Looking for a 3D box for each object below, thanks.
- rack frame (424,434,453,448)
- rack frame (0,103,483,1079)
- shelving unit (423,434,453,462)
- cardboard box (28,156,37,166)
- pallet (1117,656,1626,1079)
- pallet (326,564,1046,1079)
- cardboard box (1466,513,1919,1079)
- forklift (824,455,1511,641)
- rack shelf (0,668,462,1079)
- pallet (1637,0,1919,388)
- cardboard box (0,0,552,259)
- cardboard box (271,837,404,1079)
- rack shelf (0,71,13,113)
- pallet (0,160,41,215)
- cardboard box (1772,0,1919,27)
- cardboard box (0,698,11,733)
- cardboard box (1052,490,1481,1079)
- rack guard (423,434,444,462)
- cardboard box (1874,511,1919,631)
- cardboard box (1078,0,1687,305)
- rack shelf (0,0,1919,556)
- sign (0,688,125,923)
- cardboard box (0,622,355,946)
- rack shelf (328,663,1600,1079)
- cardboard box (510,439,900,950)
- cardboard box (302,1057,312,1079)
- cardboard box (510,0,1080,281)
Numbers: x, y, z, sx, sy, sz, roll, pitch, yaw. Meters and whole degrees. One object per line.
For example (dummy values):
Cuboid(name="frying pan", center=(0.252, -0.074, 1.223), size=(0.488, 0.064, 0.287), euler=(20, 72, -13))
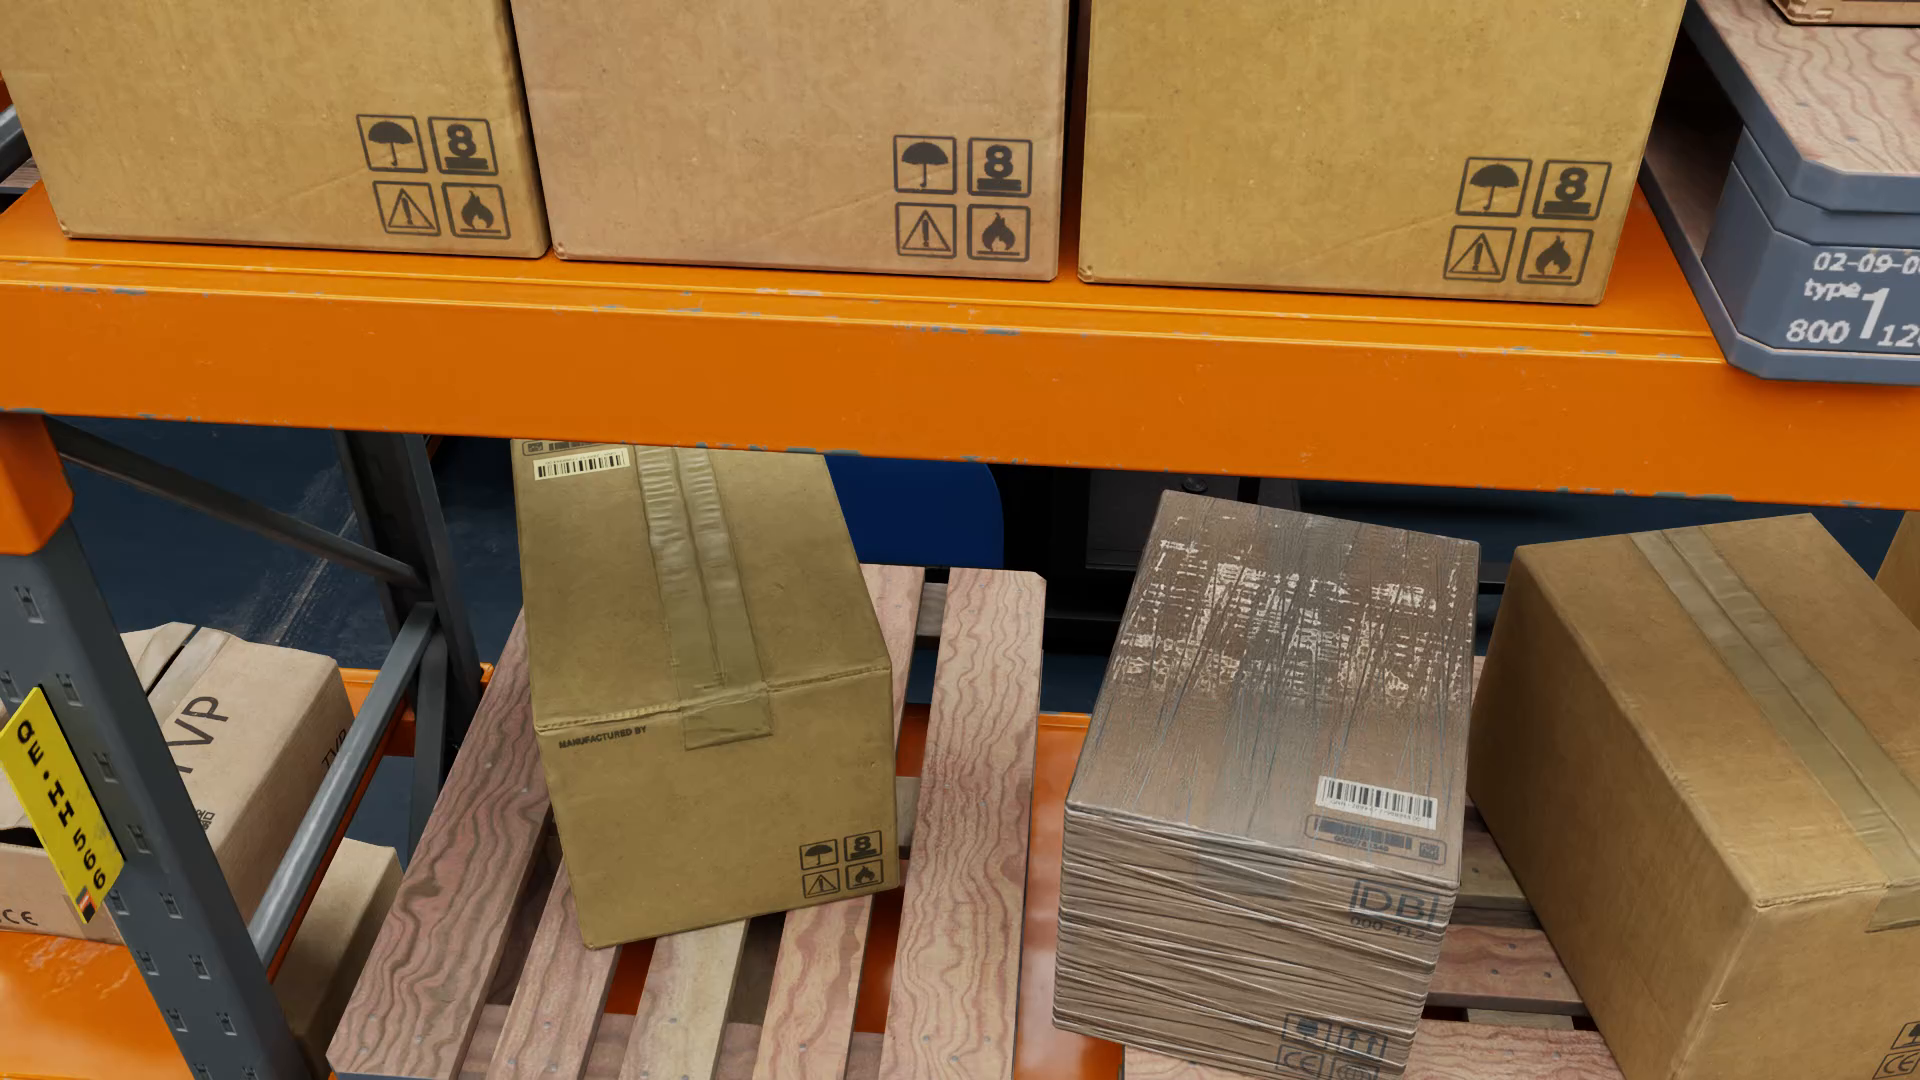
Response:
Cuboid(name="rack frame", center=(-1.928, -0.876, 5.638), size=(0.032, 1.500, 0.500), euler=(3, 39, 4))
Cuboid(name="rack frame", center=(-1.061, 0.431, 2.844), size=(0.127, 3.000, 1.000), euler=(3, 39, 4))
Cuboid(name="shelving unit", center=(-1.413, -0.846, 5.601), size=(1.083, 1.500, 0.587), euler=(3, 39, 4))
Cuboid(name="cardboard box", center=(-3.888, -2.074, 7.553), size=(0.500, 0.500, 0.700), euler=(4, 39, 5))
Cuboid(name="pallet", center=(0.876, 0.609, 2.778), size=(1.213, 0.211, 1.003), euler=(3, 39, 4))
Cuboid(name="pallet", center=(-0.380, 0.499, 2.913), size=(1.003, 0.211, 1.213), euler=(3, 39, 4))
Cuboid(name="cardboard box", center=(1.158, 0.390, 2.483), size=(0.500, 0.500, 0.700), euler=(-6, 40, -8))
Cuboid(name="forklift", center=(0.628, -1.103, 4.784), size=(3.031, 2.935, 1.130), euler=(3, 39, 4))
Cuboid(name="rack shelf", center=(-3.054, 0.601, 3.205), size=(4.000, 0.370, 1.077), euler=(3, 39, 4))
Cuboid(name="pallet", center=(1.246, -0.575, 1.853), size=(1.003, 0.211, 1.213), euler=(3, 39, 4))
Cuboid(name="cardboard box", center=(-0.624, -0.768, 1.862), size=(0.500, 0.500, 0.910), euler=(3, 39, 4))
Cuboid(name="cardboard box", center=(-1.558, 0.904, 3.664), size=(0.500, 0.311, 0.500), euler=(4, 39, 5))
Cuboid(name="rack shelf", center=(-3.054, -0.562, 2.258), size=(4.000, 0.370, 1.077), euler=(3, 39, 4))
Cuboid(name="pallet", center=(-3.847, -1.779, 7.769), size=(1.213, 0.211, 1.003), euler=(3, 39, 4))
Cuboid(name="cardboard box", center=(1.099, -0.899, 1.611), size=(0.600, 0.600, 0.600), euler=(2, 39, 2))
Cuboid(name="cardboard box", center=(-1.936, 0.295, 3.081), size=(0.500, 0.311, 0.500), euler=(3, 39, 3))
Cuboid(name="cardboard box", center=(0.470, 0.363, 2.516), size=(0.500, 0.500, 0.700), euler=(10, 40, 12))
Cuboid(name="rack guard", center=(-1.909, -0.390, 6.031), size=(0.087, 0.250, 0.587), euler=(3, 39, 4))
Cuboid(name="cardboard box", center=(1.780, 0.284, 2.614), size=(0.500, 0.500, 0.700), euler=(9, 40, 11))
Cuboid(name="cardboard box", center=(0.402, -0.712, 1.793), size=(0.500, 0.500, 0.910), euler=(3, 39, 4))
Cuboid(name="rack shelf", center=(0.931, -0.344, 1.990), size=(4.000, 0.370, 1.077), euler=(3, 39, 4))
Cuboid(name="sign", center=(-1.106, 0.332, 2.049), size=(0.005, 0.325, 0.100), euler=(3, 39, 4))
Cuboid(name="cardboard box", center=(-1.420, 0.419, 2.930), size=(0.500, 0.311, 0.500), euler=(5, 39, 7))
Cuboid(name="rack shelf", center=(0.931, 0.819, 2.937), size=(4.000, 0.370, 1.077), euler=(3, 39, 4))
Cuboid(name="cardboard box", center=(-0.424, 0.193, 2.725), size=(0.500, 0.500, 0.700), euler=(-9, 40, -11))
Cuboid(name="cardboard box", center=(-1.605, 1.244, 3.247), size=(0.500, 0.311, 0.500), euler=(4, 39, 5))
Cuboid(name="cardboard box", center=(-0.116, -0.740, 1.828), size=(0.500, 0.500, 0.910), euler=(3, 39, 4))
